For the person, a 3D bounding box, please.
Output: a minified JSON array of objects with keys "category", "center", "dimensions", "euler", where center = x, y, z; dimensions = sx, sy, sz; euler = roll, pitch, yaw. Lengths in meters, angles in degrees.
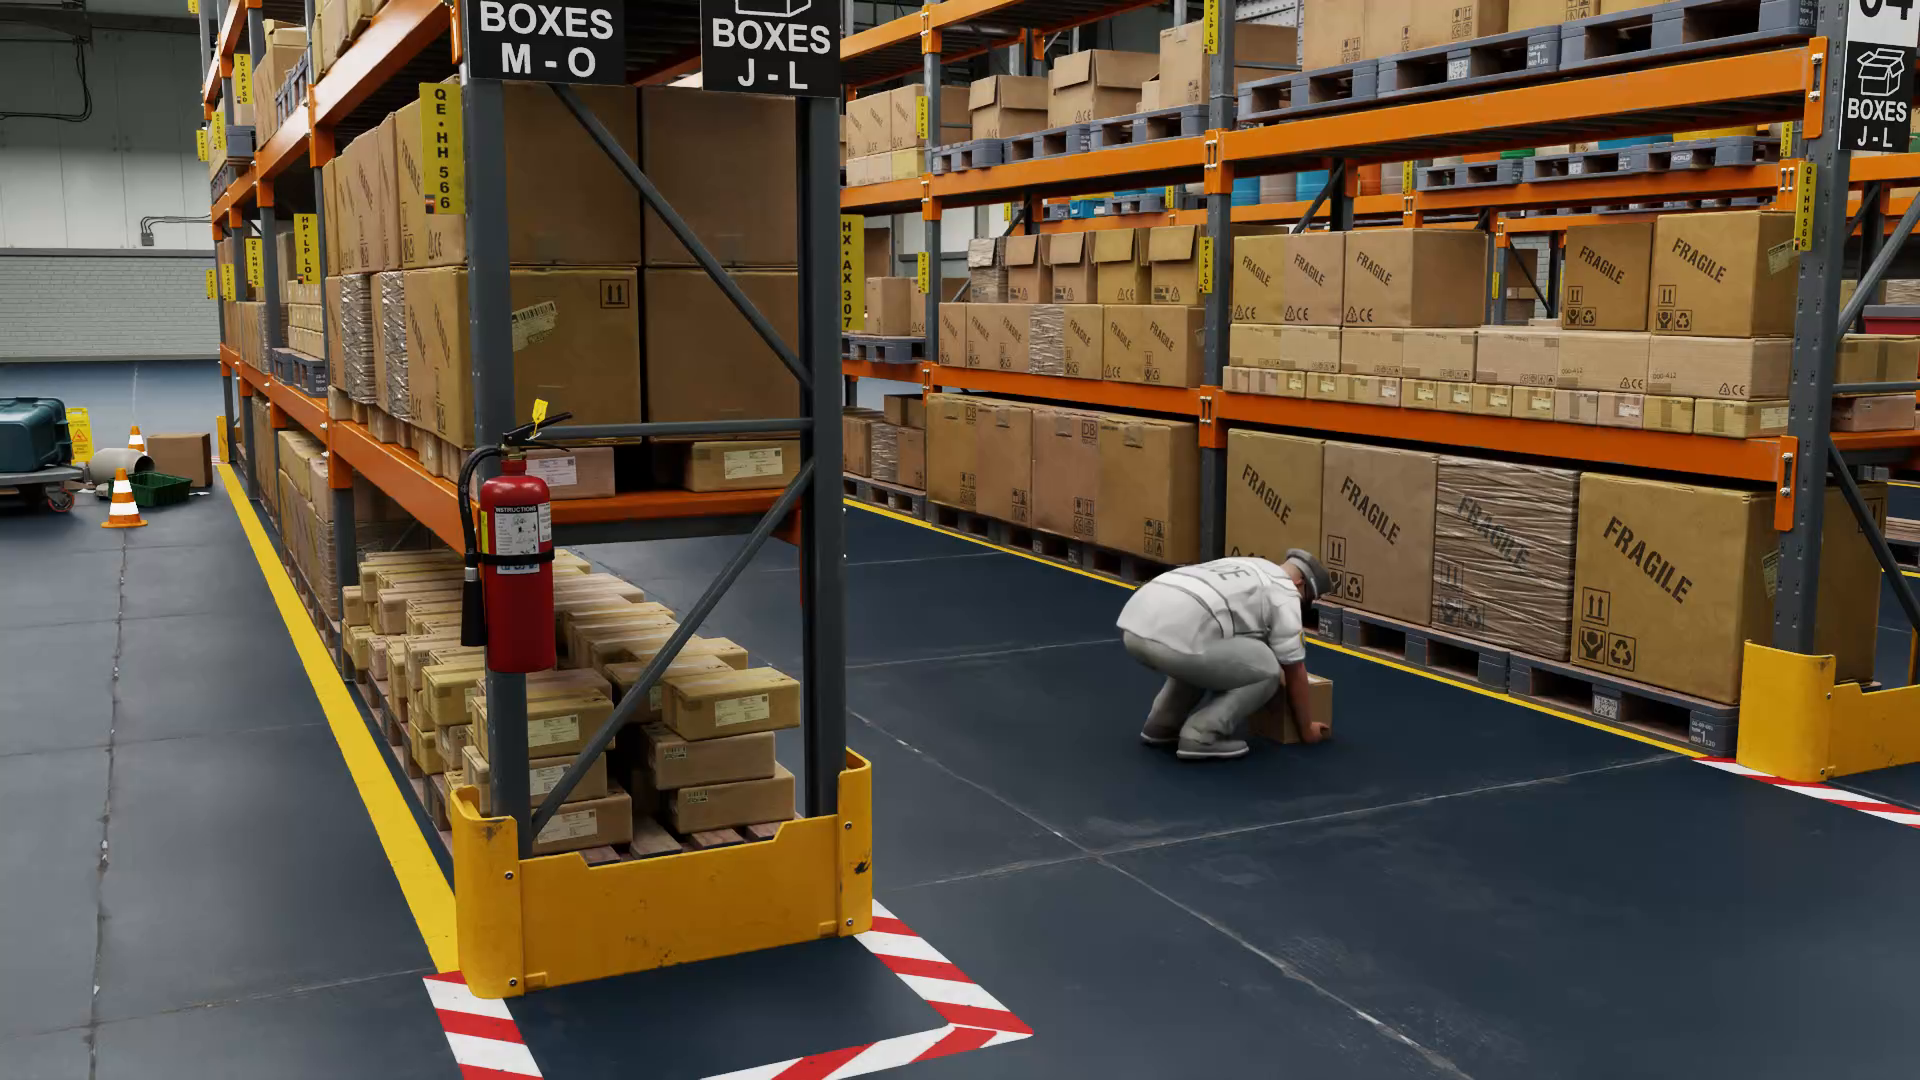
[{"category":"person","center":[1.129,0.402,6.941],"dimensions":[1.024,0.929,0.544],"euler":[-5,10,-28]}]
